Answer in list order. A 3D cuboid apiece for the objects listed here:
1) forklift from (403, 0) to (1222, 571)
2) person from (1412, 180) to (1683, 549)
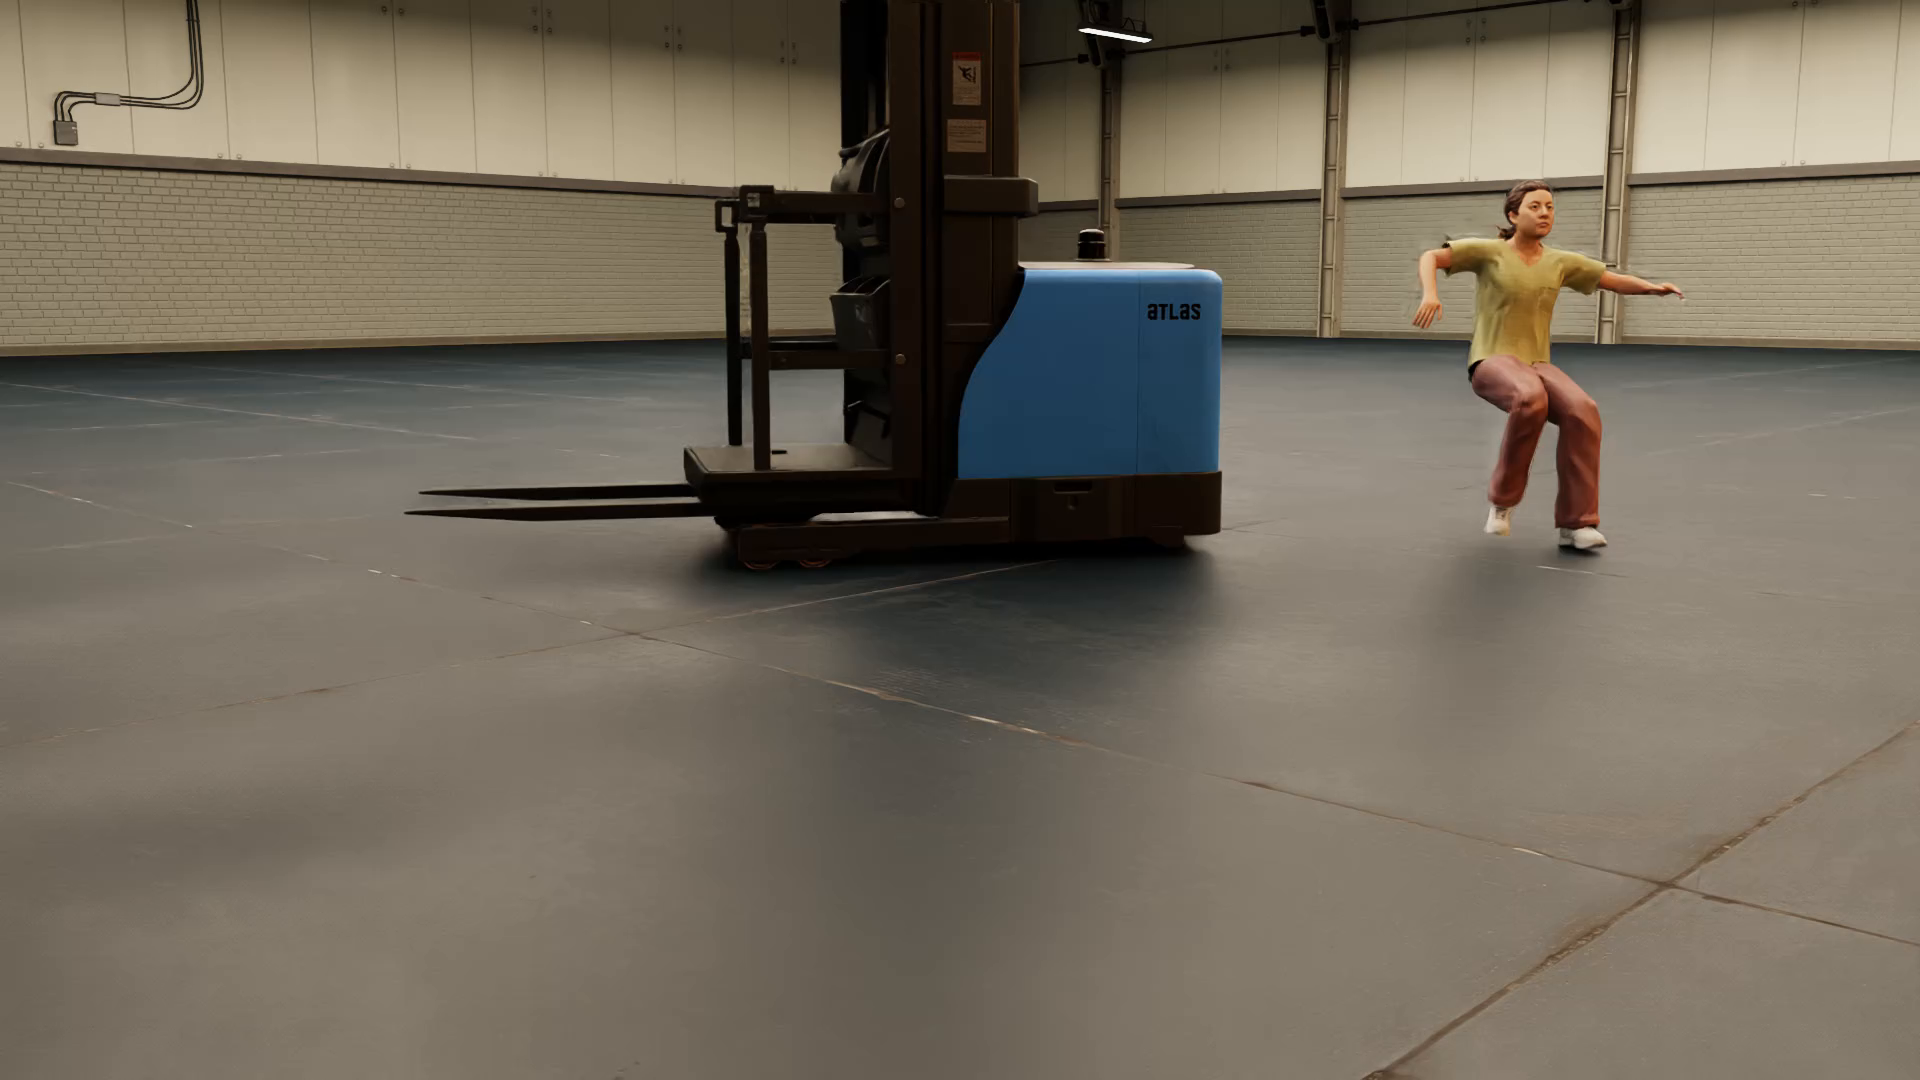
[{"bbox_3d":[-0.565,-1.425,6.338,3.031,2.935,1.130,-2,9,-13],"label":"forklift"},{"bbox_3d":[2.295,-0.711,6.594,0.963,1.439,0.843,-2,9,-14],"label":"person"}]
